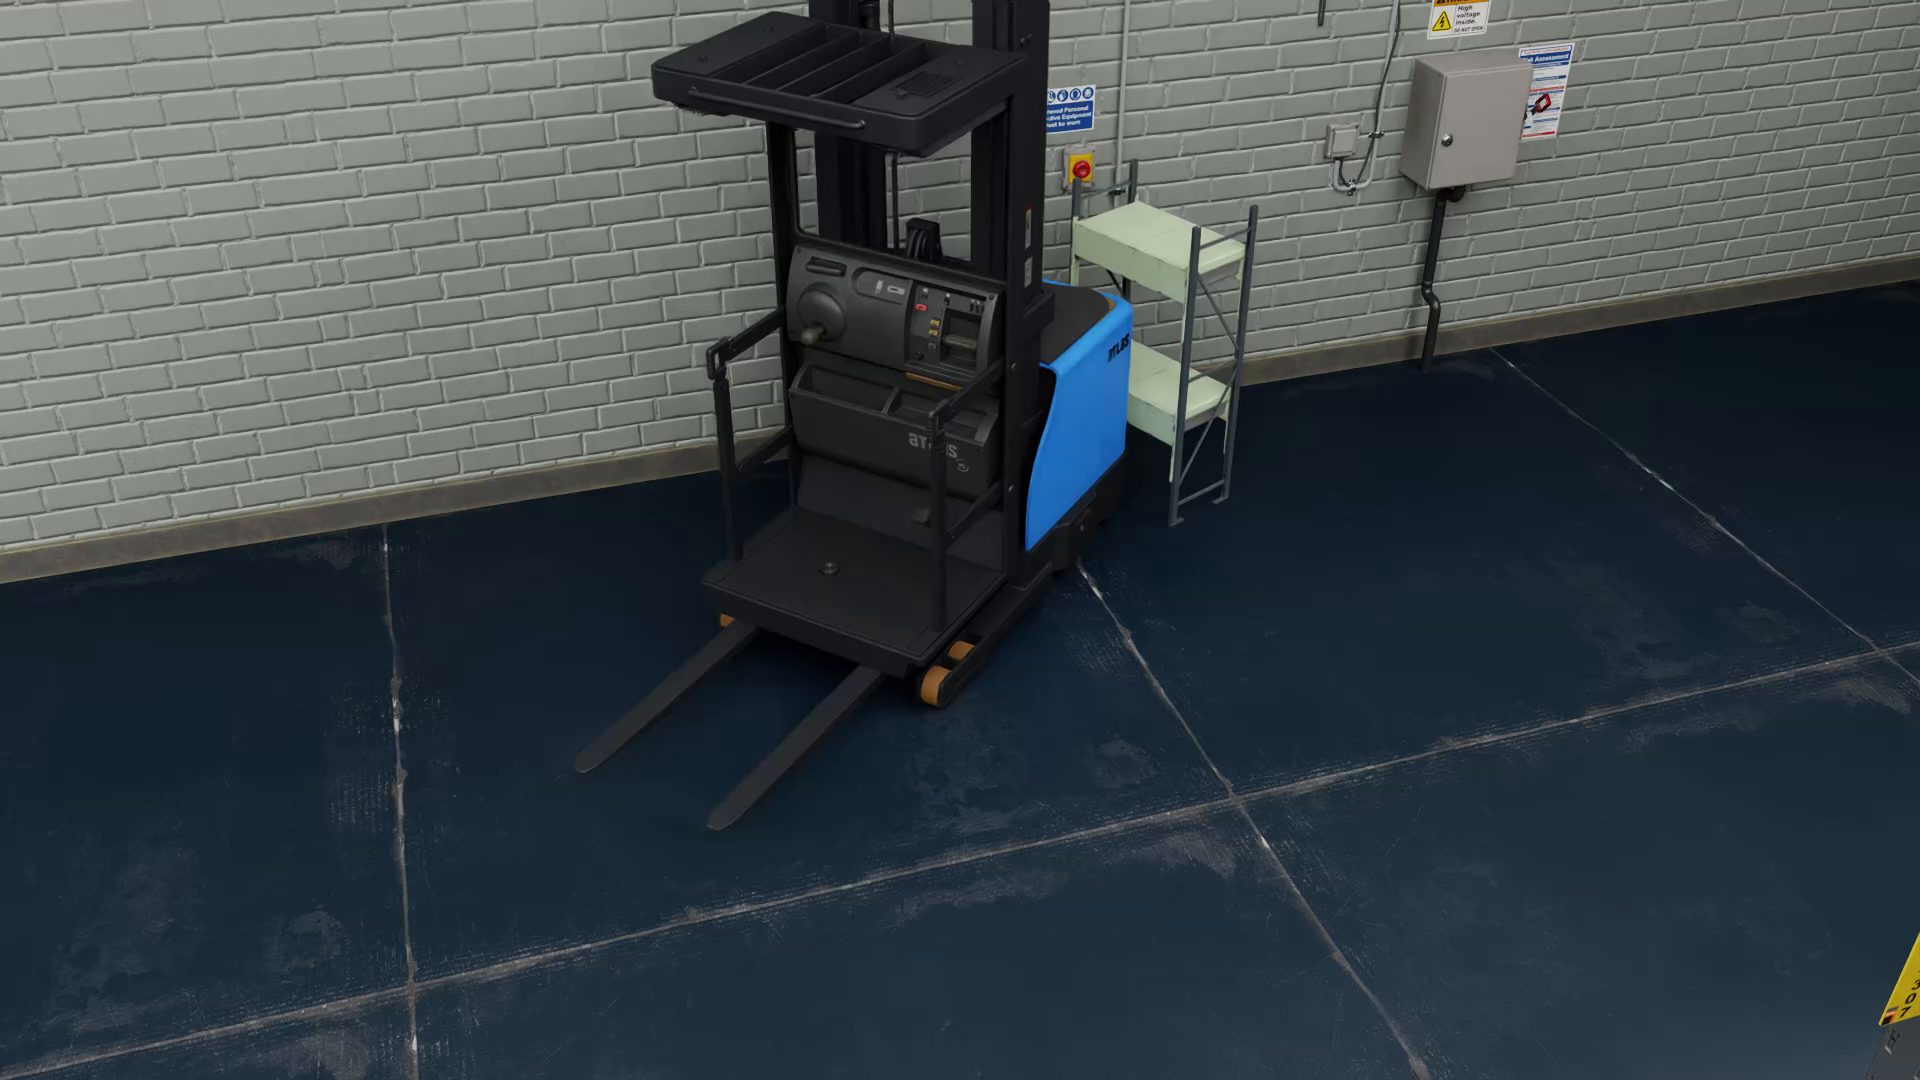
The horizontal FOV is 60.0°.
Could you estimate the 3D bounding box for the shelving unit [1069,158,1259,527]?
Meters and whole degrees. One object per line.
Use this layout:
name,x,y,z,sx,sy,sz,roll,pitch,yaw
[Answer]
shelving unit,0.905,-0.917,7.777,0.431,1.500,0.755,-25,41,-33

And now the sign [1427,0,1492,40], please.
sign,2.477,-2.612,8.233,0.339,0.242,0.001,-10,35,-15

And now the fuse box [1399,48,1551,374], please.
fuse box,2.592,-1.631,8.666,0.539,1.711,0.414,-10,35,-15

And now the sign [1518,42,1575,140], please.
sign,3.000,-2.320,8.627,0.329,0.494,0.001,-10,35,-15

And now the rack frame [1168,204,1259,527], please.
rack frame,1.141,-0.763,7.544,0.400,1.500,0.023,-25,41,-33

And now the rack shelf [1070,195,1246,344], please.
rack shelf,0.905,-1.243,7.562,0.431,0.370,0.720,-25,41,-33

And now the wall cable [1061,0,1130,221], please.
wall cable,0.547,-2.328,7.603,0.585,1.953,0.123,-10,35,-15

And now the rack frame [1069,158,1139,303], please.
rack frame,0.668,-1.071,8.010,0.400,1.500,0.023,-25,41,-33

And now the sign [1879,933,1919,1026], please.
sign,1.759,0.761,3.020,0.100,0.325,0.005,-10,35,-15

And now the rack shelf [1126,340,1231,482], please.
rack shelf,0.905,-0.645,7.957,0.431,0.370,0.720,-25,41,-33

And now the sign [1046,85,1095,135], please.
sign,0.483,-2.028,7.854,0.327,0.218,0.001,-10,35,-15

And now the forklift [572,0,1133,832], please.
forklift,-0.379,-0.835,6.356,1.130,2.935,3.031,18,37,24

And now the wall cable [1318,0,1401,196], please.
wall cable,1.895,-2.560,7.982,0.588,1.984,0.122,-10,35,-15
